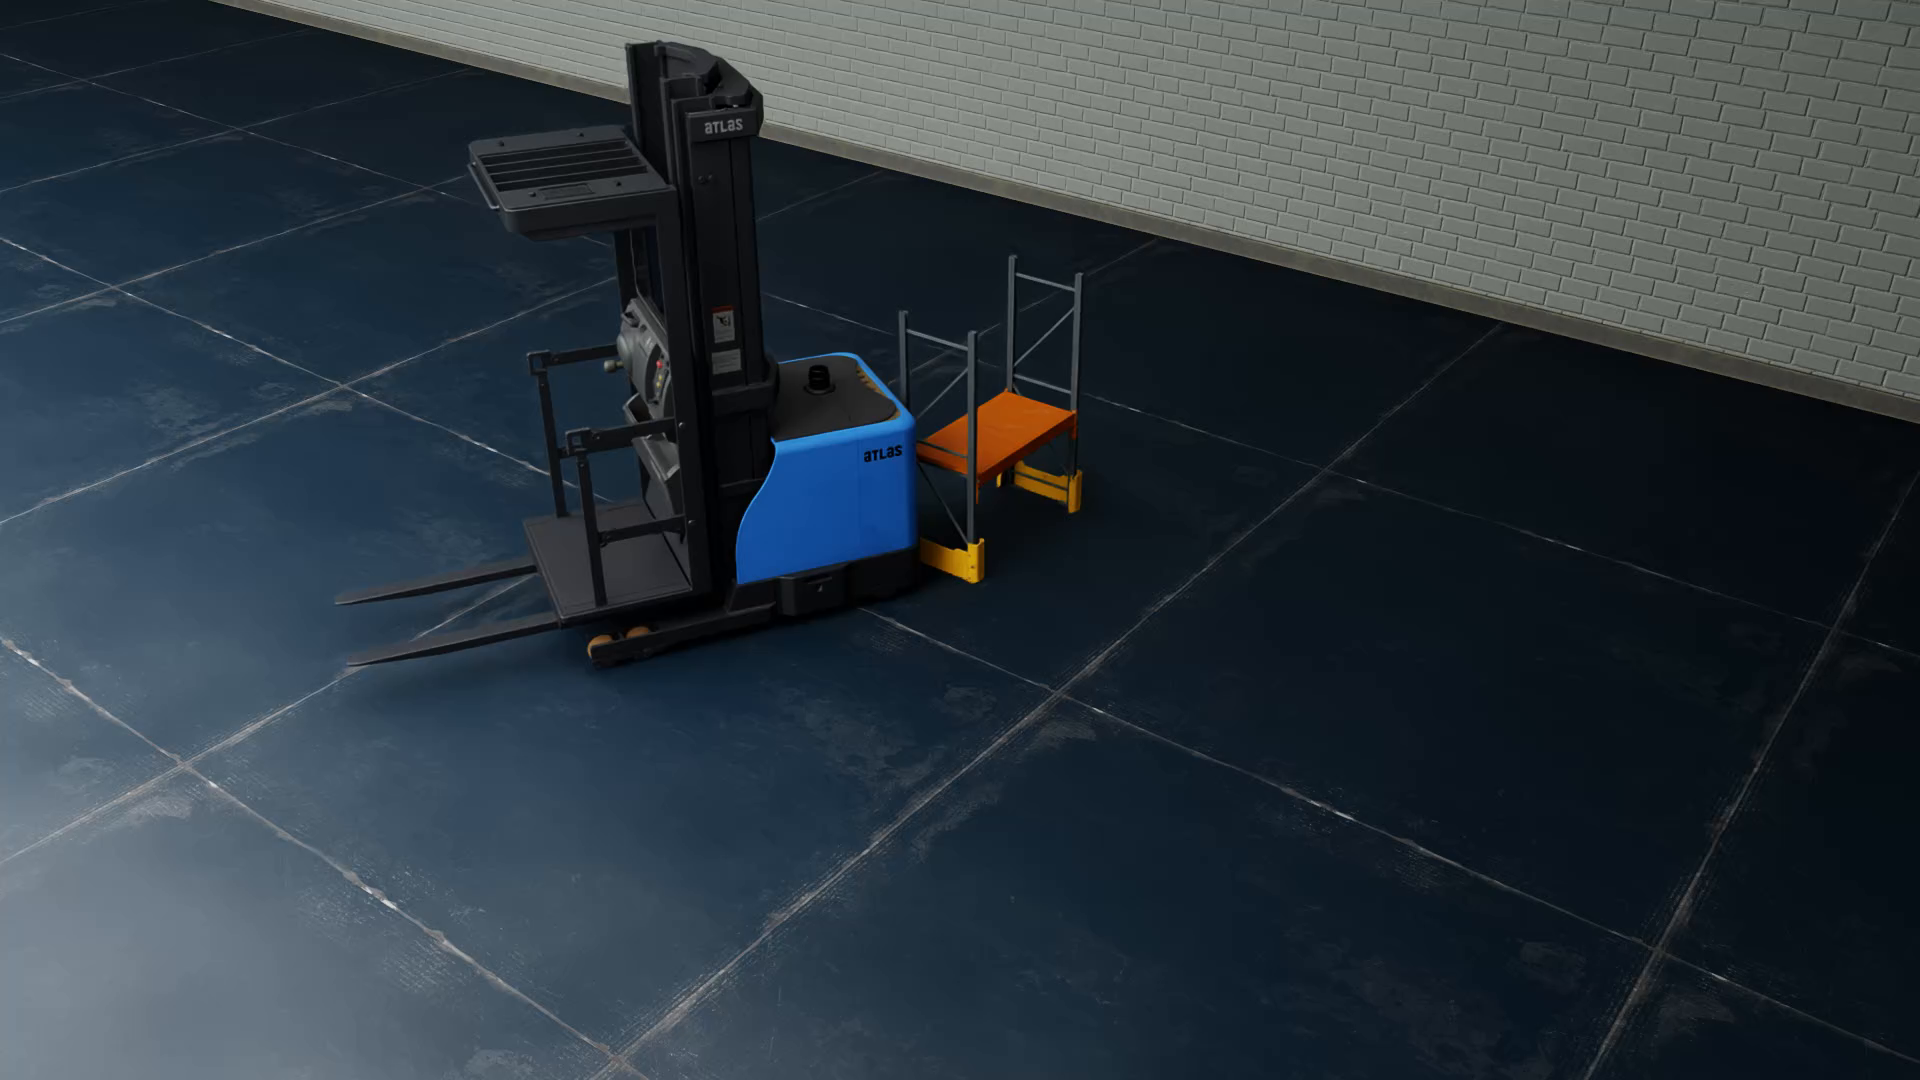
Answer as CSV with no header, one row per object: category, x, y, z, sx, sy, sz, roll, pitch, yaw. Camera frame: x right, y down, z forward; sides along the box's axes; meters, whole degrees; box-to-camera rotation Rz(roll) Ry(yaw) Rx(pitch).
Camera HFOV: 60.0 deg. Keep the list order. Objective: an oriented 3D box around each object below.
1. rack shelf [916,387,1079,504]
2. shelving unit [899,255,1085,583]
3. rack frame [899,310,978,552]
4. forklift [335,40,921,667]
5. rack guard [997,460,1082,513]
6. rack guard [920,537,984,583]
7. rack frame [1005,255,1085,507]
rack shelf,0.187,-0.557,9.571,0.538,0.185,1.000,21,36,31
shelving unit,0.181,-0.708,9.473,0.587,1.500,1.083,21,36,31
rack frame,-0.117,-0.503,9.128,0.500,1.500,0.032,21,36,31
forklift,-1.783,-0.906,8.405,3.031,2.935,1.130,-12,33,-20
rack guard,0.479,-0.374,10.135,0.587,0.250,0.087,21,36,31
rack guard,-0.116,0.034,9.448,0.587,0.250,0.087,21,36,31
rack frame,0.491,-0.919,9.830,0.500,1.500,0.032,21,36,31
